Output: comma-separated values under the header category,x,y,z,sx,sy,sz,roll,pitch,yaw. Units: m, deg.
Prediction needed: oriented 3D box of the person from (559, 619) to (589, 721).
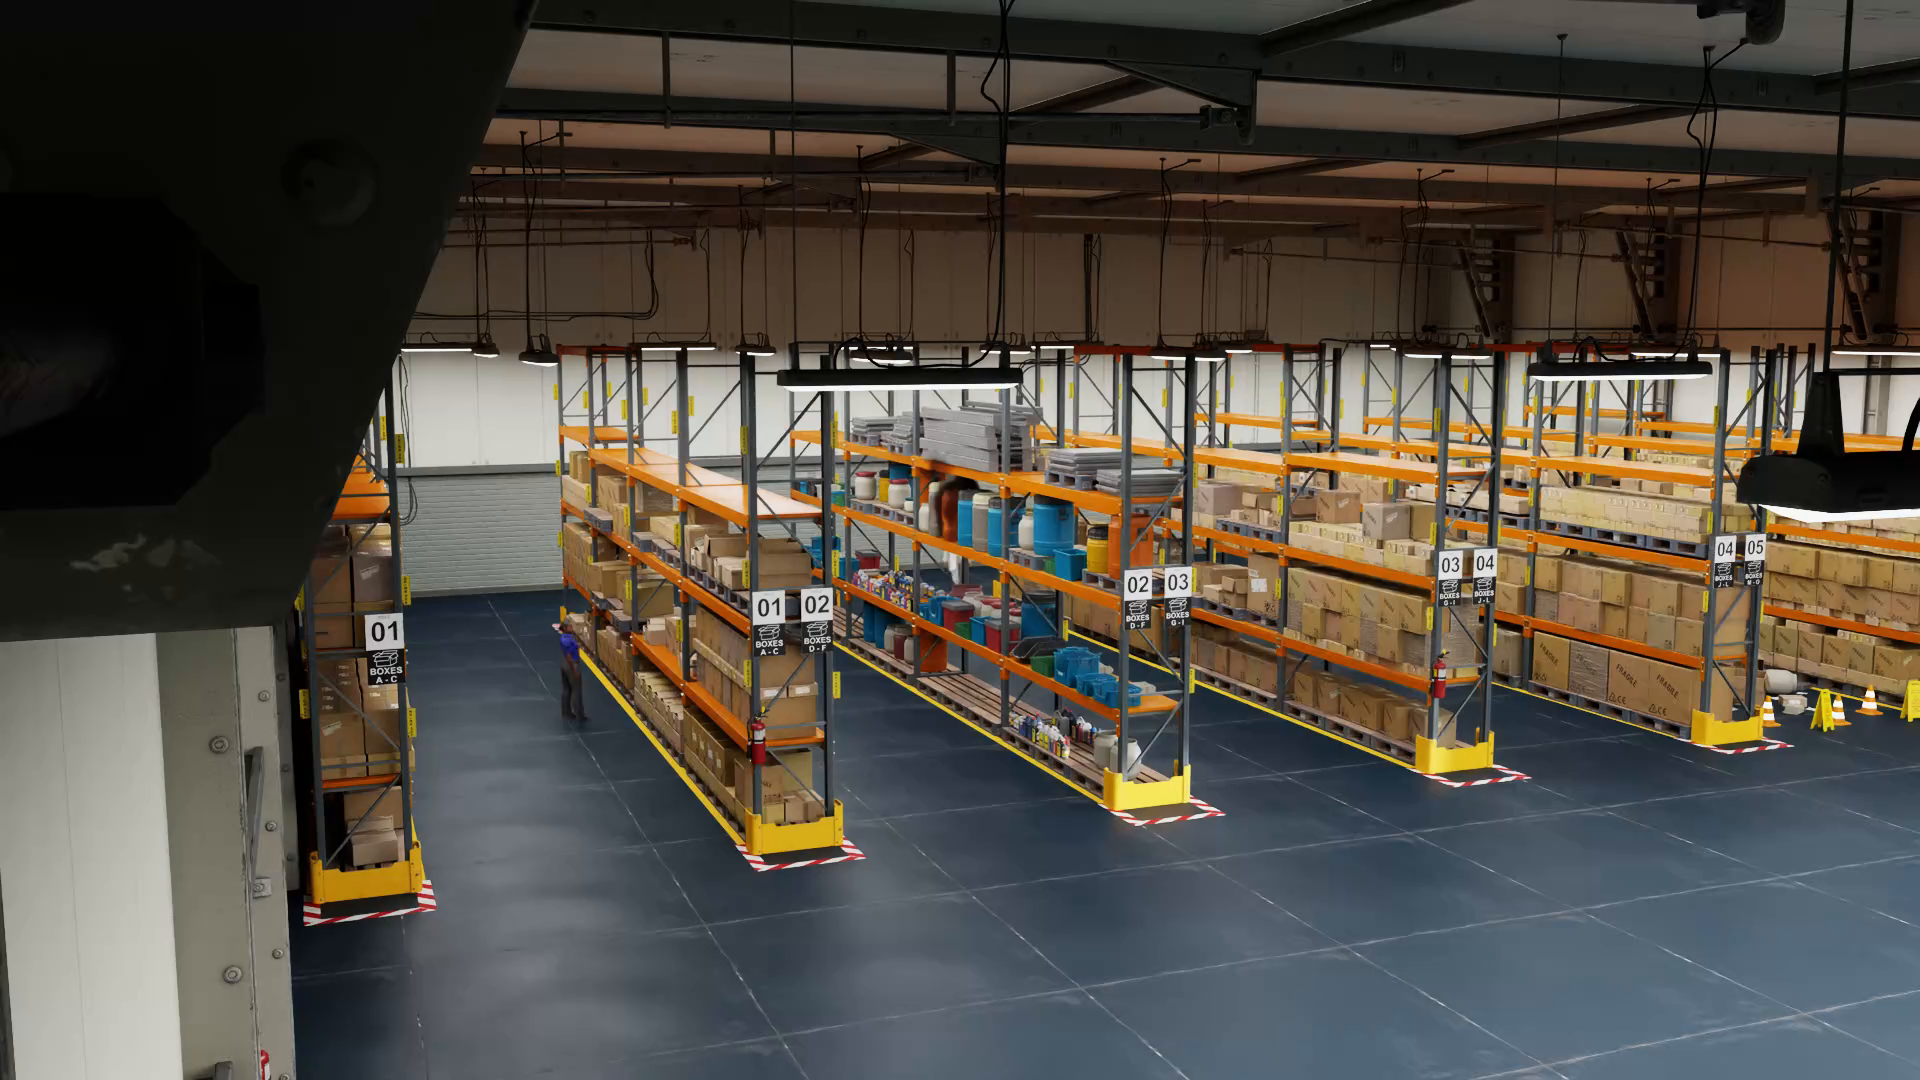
category,x,y,z,sx,sy,sz,roll,pitch,yaw
person,-6.249,2.098,26.905,0.416,1.653,0.562,-4,8,-29

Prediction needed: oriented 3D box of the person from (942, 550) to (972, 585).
category,x,y,z,sx,sy,sz,roll,pitch,yaw
person,-0.053,0.602,39.142,0.623,1.523,1.157,-2,8,-18
